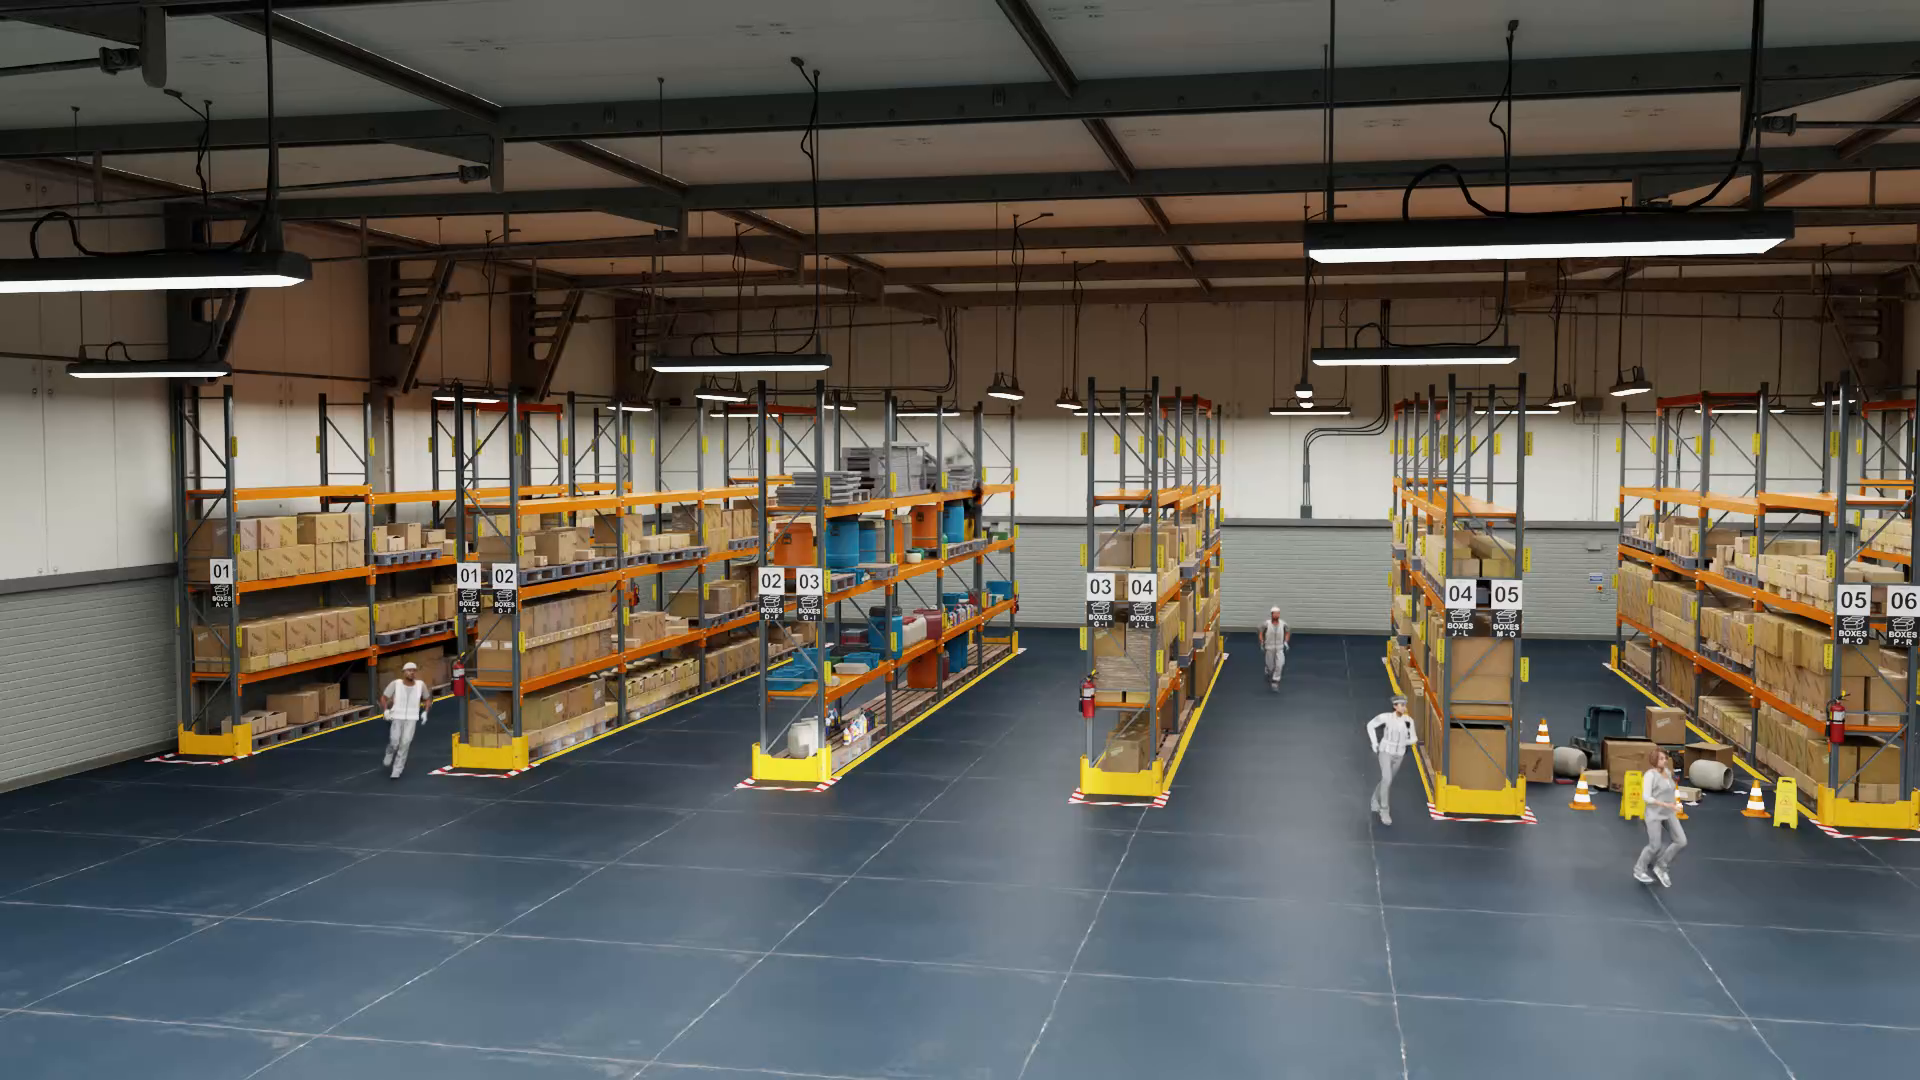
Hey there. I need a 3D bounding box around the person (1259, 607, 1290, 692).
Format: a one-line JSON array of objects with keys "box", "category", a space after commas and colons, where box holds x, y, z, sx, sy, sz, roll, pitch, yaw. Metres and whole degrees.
[{"box": [6.455, 2.229, 34.136, 0.643, 1.741, 0.706, 0, 3, 3], "category": "person"}]

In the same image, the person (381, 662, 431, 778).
[{"box": [-8.439, 2.725, 25.365, 0.732, 1.714, 0.710, -1, 4, -25], "category": "person"}]

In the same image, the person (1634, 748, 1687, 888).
[{"box": [7.958, 3.153, 18.895, 0.545, 1.578, 0.629, -1, 4, -25], "category": "person"}]

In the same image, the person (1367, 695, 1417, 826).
[{"box": [5.847, 2.912, 22.418, 0.617, 1.687, 0.871, -1, 3, -11], "category": "person"}]
